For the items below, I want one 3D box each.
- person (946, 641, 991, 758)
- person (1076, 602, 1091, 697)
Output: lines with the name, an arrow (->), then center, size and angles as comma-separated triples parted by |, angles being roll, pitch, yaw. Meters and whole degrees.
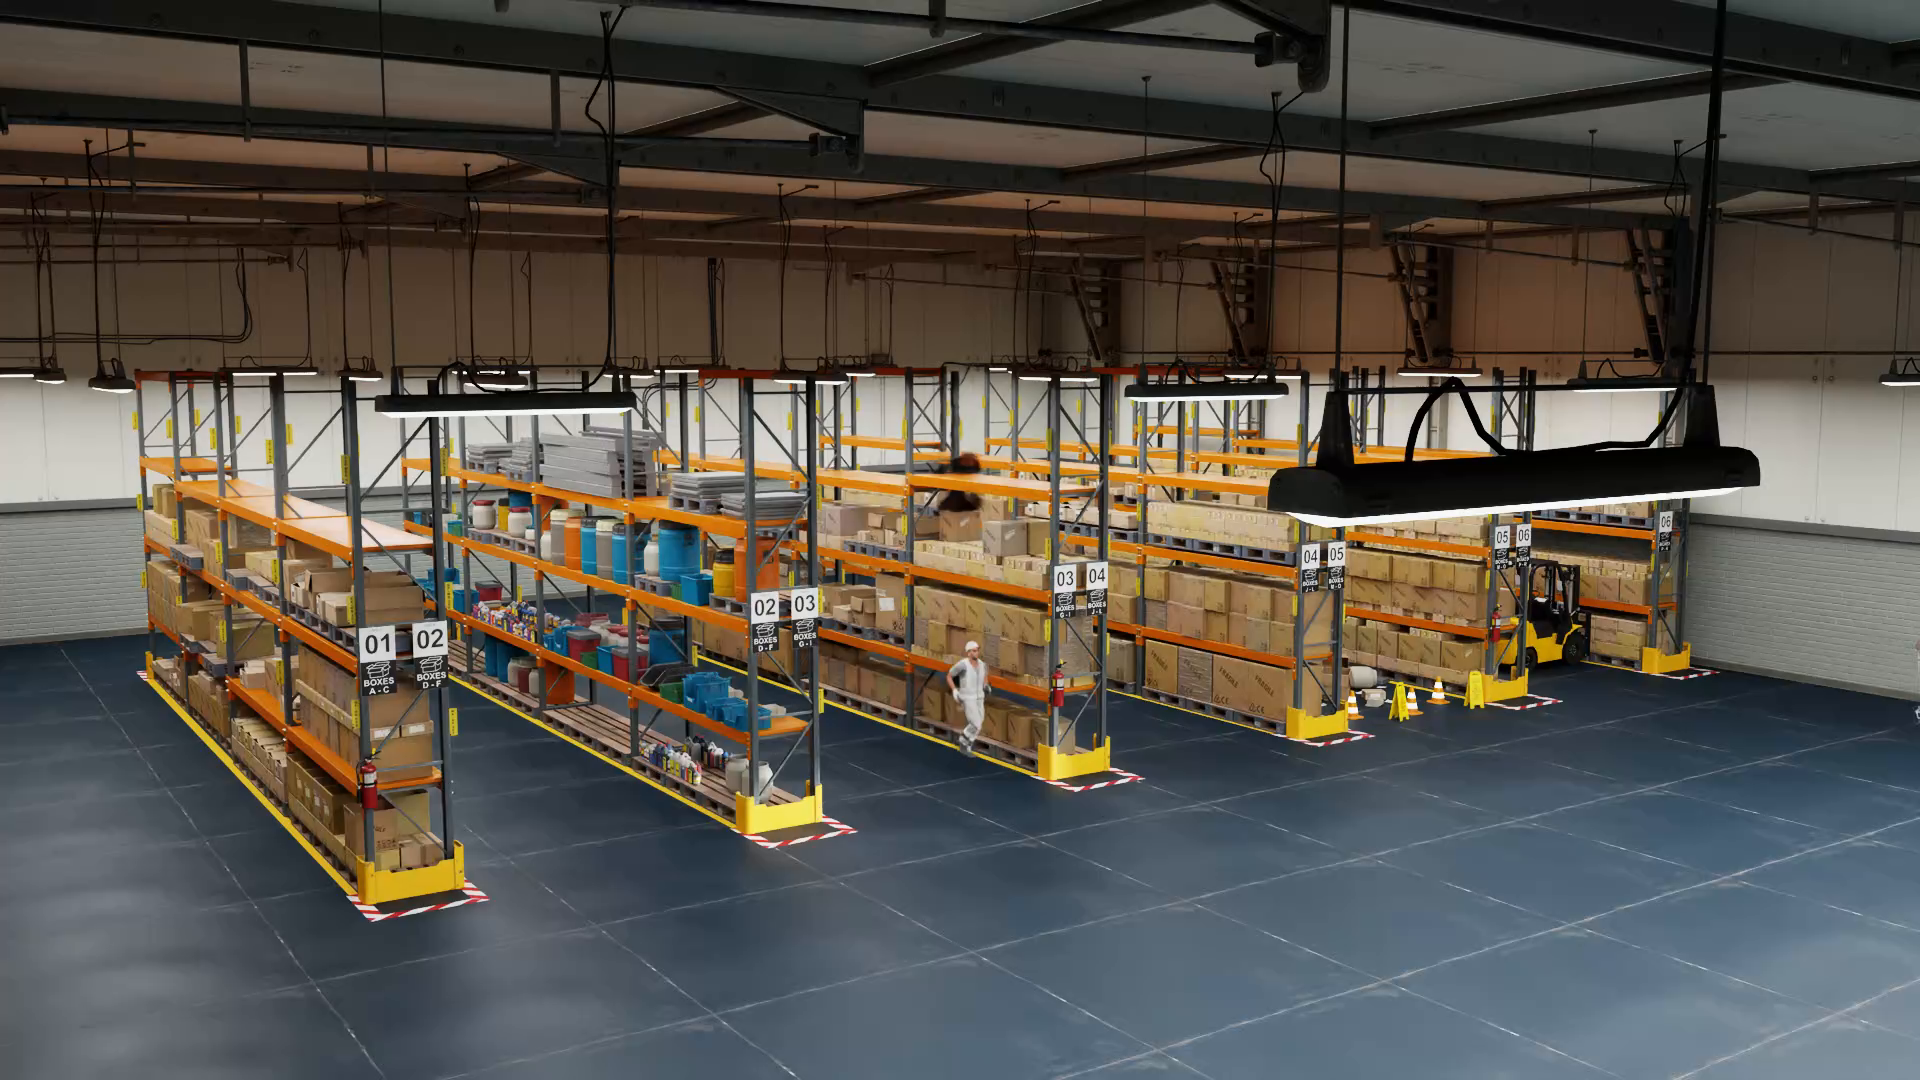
person -> 0.208, 2.385, 24.778 | 0.649, 1.758, 0.574 | -5, 8, -39
person -> 2.062, 1.910, 29.370 | 0.527, 1.677, 0.643 | 5, 8, 38
